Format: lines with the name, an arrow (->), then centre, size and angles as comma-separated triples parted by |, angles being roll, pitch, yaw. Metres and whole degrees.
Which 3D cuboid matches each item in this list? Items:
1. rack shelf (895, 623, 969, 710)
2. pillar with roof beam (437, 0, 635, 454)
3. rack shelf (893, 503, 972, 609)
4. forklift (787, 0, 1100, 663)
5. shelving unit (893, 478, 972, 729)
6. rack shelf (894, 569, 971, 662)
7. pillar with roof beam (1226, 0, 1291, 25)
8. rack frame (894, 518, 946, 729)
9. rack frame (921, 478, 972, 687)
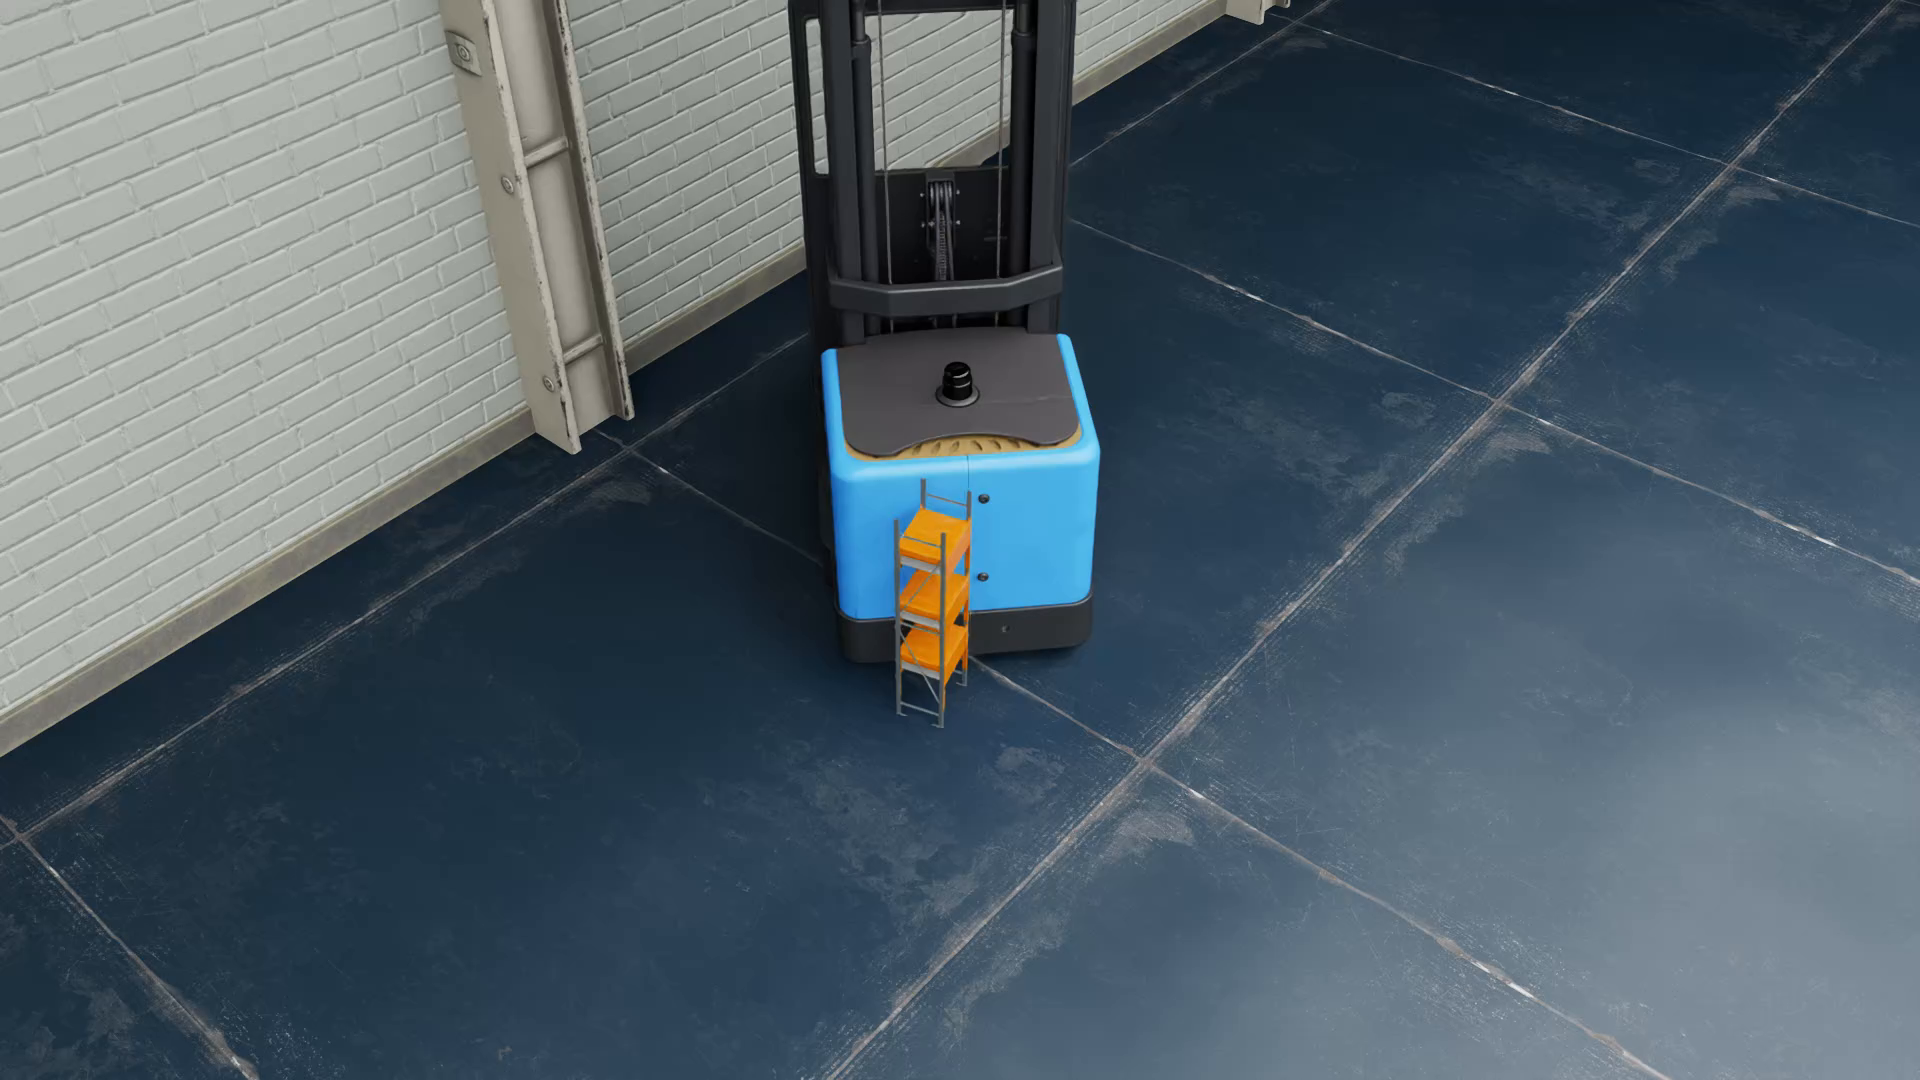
rack shelf -> -0.110, 0.473, 6.558 | 0.215, 0.259, 0.240 | 16, 45, 16
pillar with roof beam -> 1.472, -2.037, 2.983 | 9.100, 9.000, 0.400 | 29, 50, 28
rack shelf -> -0.100, 0.060, 6.177 | 0.215, 0.259, 0.240 | 16, 45, 16
forklift -> -0.132, -1.573, 6.984 | 1.130, 2.935, 3.031 | -4, 42, -5
shelving unit -> -0.105, 0.261, 6.362 | 0.215, 1.050, 0.252 | 16, 45, 16
rack shelf -> -0.105, 0.269, 6.369 | 0.215, 0.259, 0.240 | 16, 45, 16
pillar with roof beam -> 5.333, -5.126, 6.381 | 9.100, 9.000, 0.400 | 29, 50, 28
rack frame -> -0.151, 0.337, 6.278 | 0.200, 1.050, 0.008 | 16, 45, 16
rack frame -> -0.058, 0.185, 6.445 | 0.200, 1.050, 0.008 | 16, 45, 16
